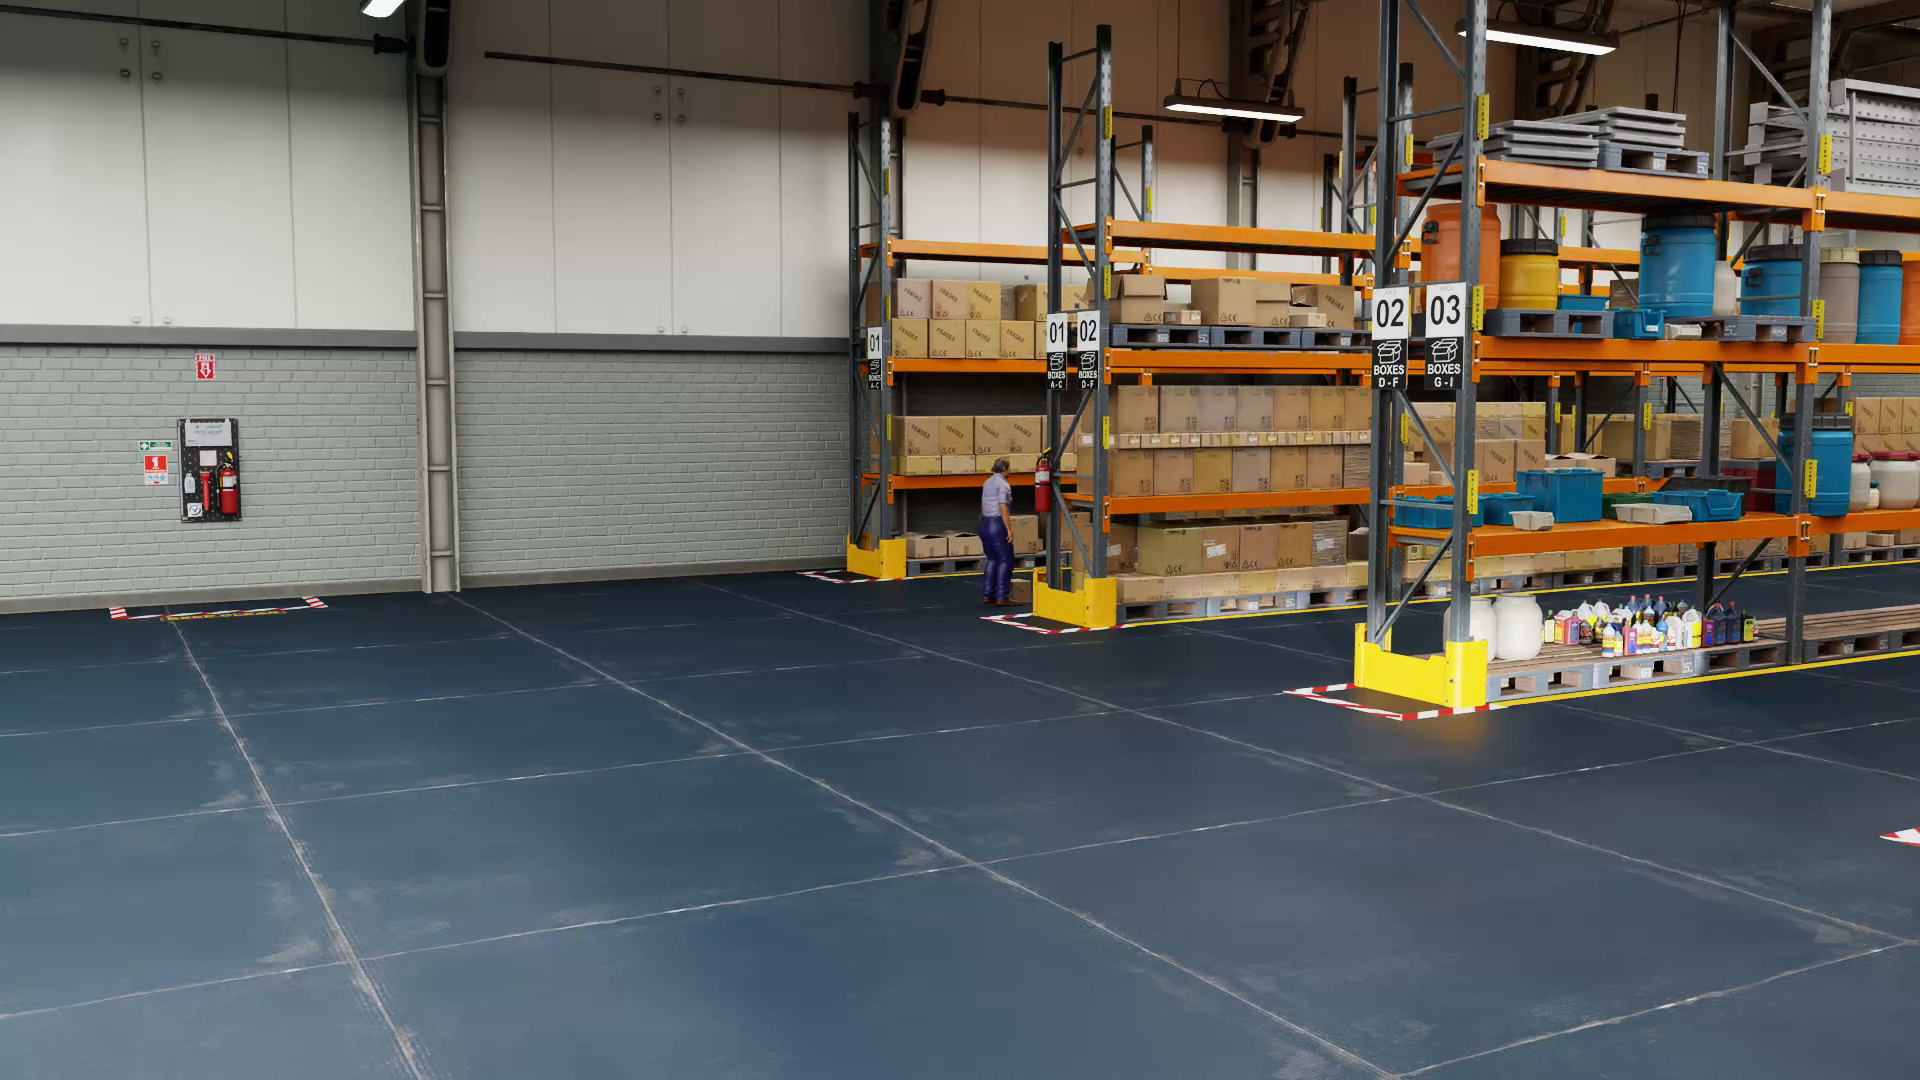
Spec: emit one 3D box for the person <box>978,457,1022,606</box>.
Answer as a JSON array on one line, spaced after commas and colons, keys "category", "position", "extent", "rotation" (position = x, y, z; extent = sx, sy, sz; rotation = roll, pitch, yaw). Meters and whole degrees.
[{"category": "person", "position": [0.426, -0.102, 18.683], "extent": [0.374, 1.651, 0.537], "rotation": [-3, 6, -28]}]
